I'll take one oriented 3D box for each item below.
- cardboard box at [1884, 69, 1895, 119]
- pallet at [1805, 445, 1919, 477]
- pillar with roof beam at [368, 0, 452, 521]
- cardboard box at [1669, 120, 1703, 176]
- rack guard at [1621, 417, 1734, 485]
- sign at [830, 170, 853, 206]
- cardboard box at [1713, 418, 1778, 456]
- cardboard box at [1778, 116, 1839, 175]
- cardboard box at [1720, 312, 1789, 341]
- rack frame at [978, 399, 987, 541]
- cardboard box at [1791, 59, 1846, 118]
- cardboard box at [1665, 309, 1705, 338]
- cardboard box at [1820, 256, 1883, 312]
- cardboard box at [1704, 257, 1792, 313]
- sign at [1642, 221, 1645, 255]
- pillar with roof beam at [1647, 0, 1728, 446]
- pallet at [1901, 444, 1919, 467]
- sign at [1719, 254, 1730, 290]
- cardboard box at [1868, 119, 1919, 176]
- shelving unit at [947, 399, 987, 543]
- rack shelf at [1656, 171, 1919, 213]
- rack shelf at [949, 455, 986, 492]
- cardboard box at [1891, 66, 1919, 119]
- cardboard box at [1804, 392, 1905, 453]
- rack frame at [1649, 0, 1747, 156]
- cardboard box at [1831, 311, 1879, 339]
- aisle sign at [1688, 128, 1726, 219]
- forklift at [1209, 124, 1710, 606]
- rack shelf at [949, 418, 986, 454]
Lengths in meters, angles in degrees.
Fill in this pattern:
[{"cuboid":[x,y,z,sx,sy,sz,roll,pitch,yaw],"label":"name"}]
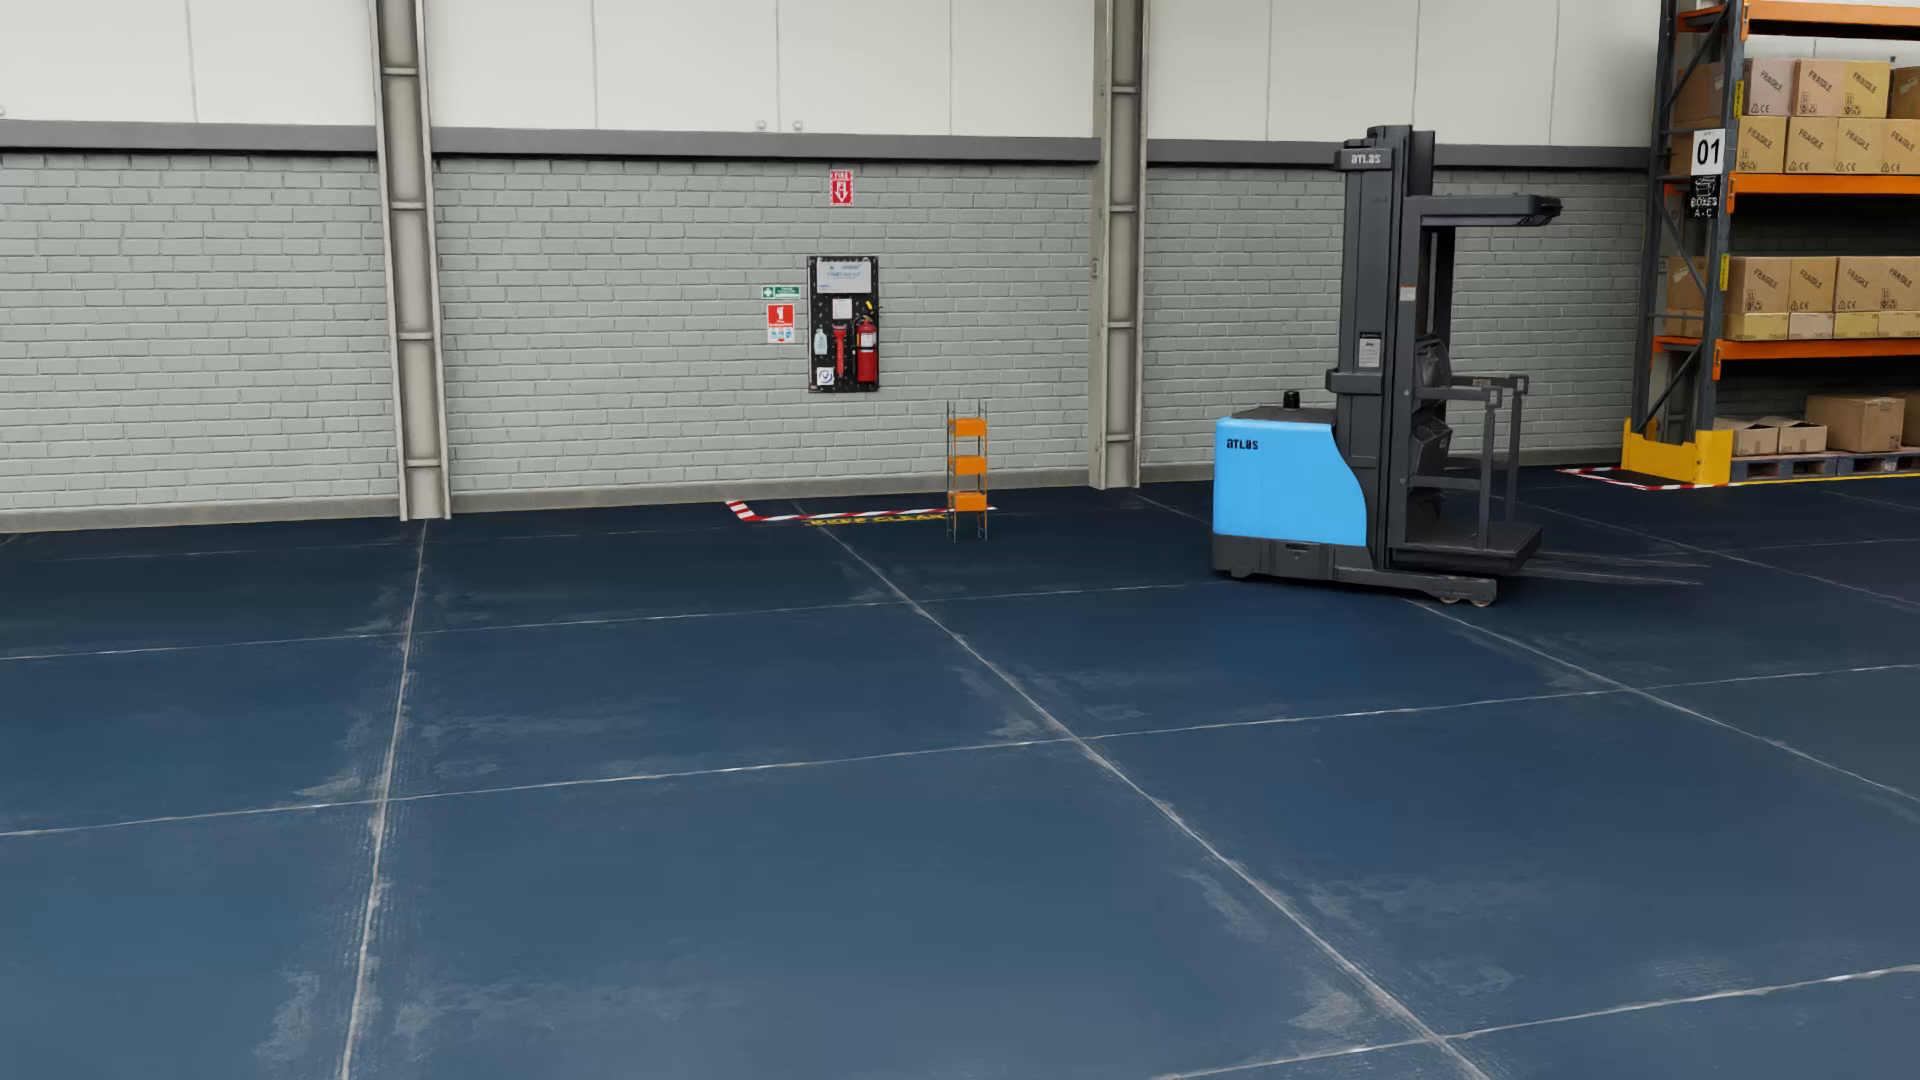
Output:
[{"cuboid":[8.565,-4.253,15.985,0.500,0.500,0.500,-3,11,-16],"label":"cardboard box"},{"cuboid":[8.771,-0.813,16.381,1.213,0.211,1.003,-3,11,-16],"label":"pallet"},{"cuboid":[-3.149,-3.865,8.689,0.400,9.000,9.100,-3,11,-16],"label":"pillar with roof beam"},{"cuboid":[7.069,-3.684,15.658,0.500,0.500,0.500,-2,11,-12],"label":"cardboard box"},{"cuboid":[6.812,-0.859,15.834,0.348,0.500,1.175,-3,11,-16],"label":"rack guard"},{"cuboid":[-1.011,-3.006,14.185,0.199,0.298,0.001,-3,11,-16],"label":"sign"},{"cuboid":[7.428,-0.998,15.895,0.500,0.311,0.500,-4,11,-22],"label":"cardboard box"},{"cuboid":[7.655,-3.613,15.274,0.500,0.500,0.500,-2,11,-12],"label":"cardboard box"},{"cuboid":[7.296,-1.990,15.432,0.500,0.250,0.500,-3,11,-18],"label":"cardboard box"},{"cuboid":[0.169,-0.525,12.500,0.008,1.050,0.200,-3,11,-16],"label":"rack frame"},{"cuboid":[7.672,-4.105,15.180,0.500,0.500,0.500,-3,11,-17],"label":"cardboard box"},{"cuboid":[7.133,-2.078,15.910,0.500,0.250,0.500,-3,11,-15],"label":"cardboard box"},{"cuboid":[8.256,-2.410,15.640,0.500,0.500,0.500,-3,11,-18],"label":"cardboard box"},{"cuboid":[7.281,-2.362,15.378,0.500,0.500,0.500,-3,11,-16],"label":"cardboard box"},{"cuboid":[6.603,-2.907,15.982,0.005,0.325,0.100,-3,11,-16],"label":"sign"},{"cuboid":[8.372,-4.473,11.987,0.400,9.000,9.100,-3,11,-16],"label":"pillar with roof beam"},{"cuboid":[9.944,-0.876,16.720,1.213,0.211,1.003,-3,11,-16],"label":"pallet"},{"cuboid":[6.891,-2.416,14.996,0.005,0.325,0.100,-3,11,-16],"label":"sign"},{"cuboid":[8.661,-3.671,15.588,0.500,0.500,0.500,-2,11,-12],"label":"cardboard box"},{"cuboid":[0.051,-0.519,12.466,0.252,1.050,0.215,-3,11,-16],"label":"shelving unit"},{"cuboid":[8.659,-3.307,15.930,4.000,0.370,1.077,-3,11,-16],"label":"rack shelf"},{"cuboid":[0.051,-0.509,12.468,0.240,0.259,0.215,-3,11,-16],"label":"rack shelf"},{"cuboid":[9.152,-4.183,15.605,0.500,0.500,0.500,-3,11,-18],"label":"cardboard box"},{"cuboid":[8.694,-1.149,16.189,0.500,0.500,0.700,-4,11,-20],"label":"cardboard box"},{"cuboid":[6.739,-5.035,15.043,0.127,3.000,1.000,-3,11,-16],"label":"rack frame"},{"cuboid":[8.281,-2.044,15.723,0.500,0.250,0.500,-3,11,-17],"label":"cardboard box"},{"cuboid":[6.754,-3.308,15.048,0.004,0.787,0.394,-3,11,-16],"label":"aisle sign"},{"cuboid":[3.224,-1.139,10.639,3.031,2.935,1.130,5,12,27],"label":"forklift"},{"cuboid":[0.051,-0.788,12.417,0.240,0.259,0.215,-3,11,-16],"label":"rack shelf"}]
